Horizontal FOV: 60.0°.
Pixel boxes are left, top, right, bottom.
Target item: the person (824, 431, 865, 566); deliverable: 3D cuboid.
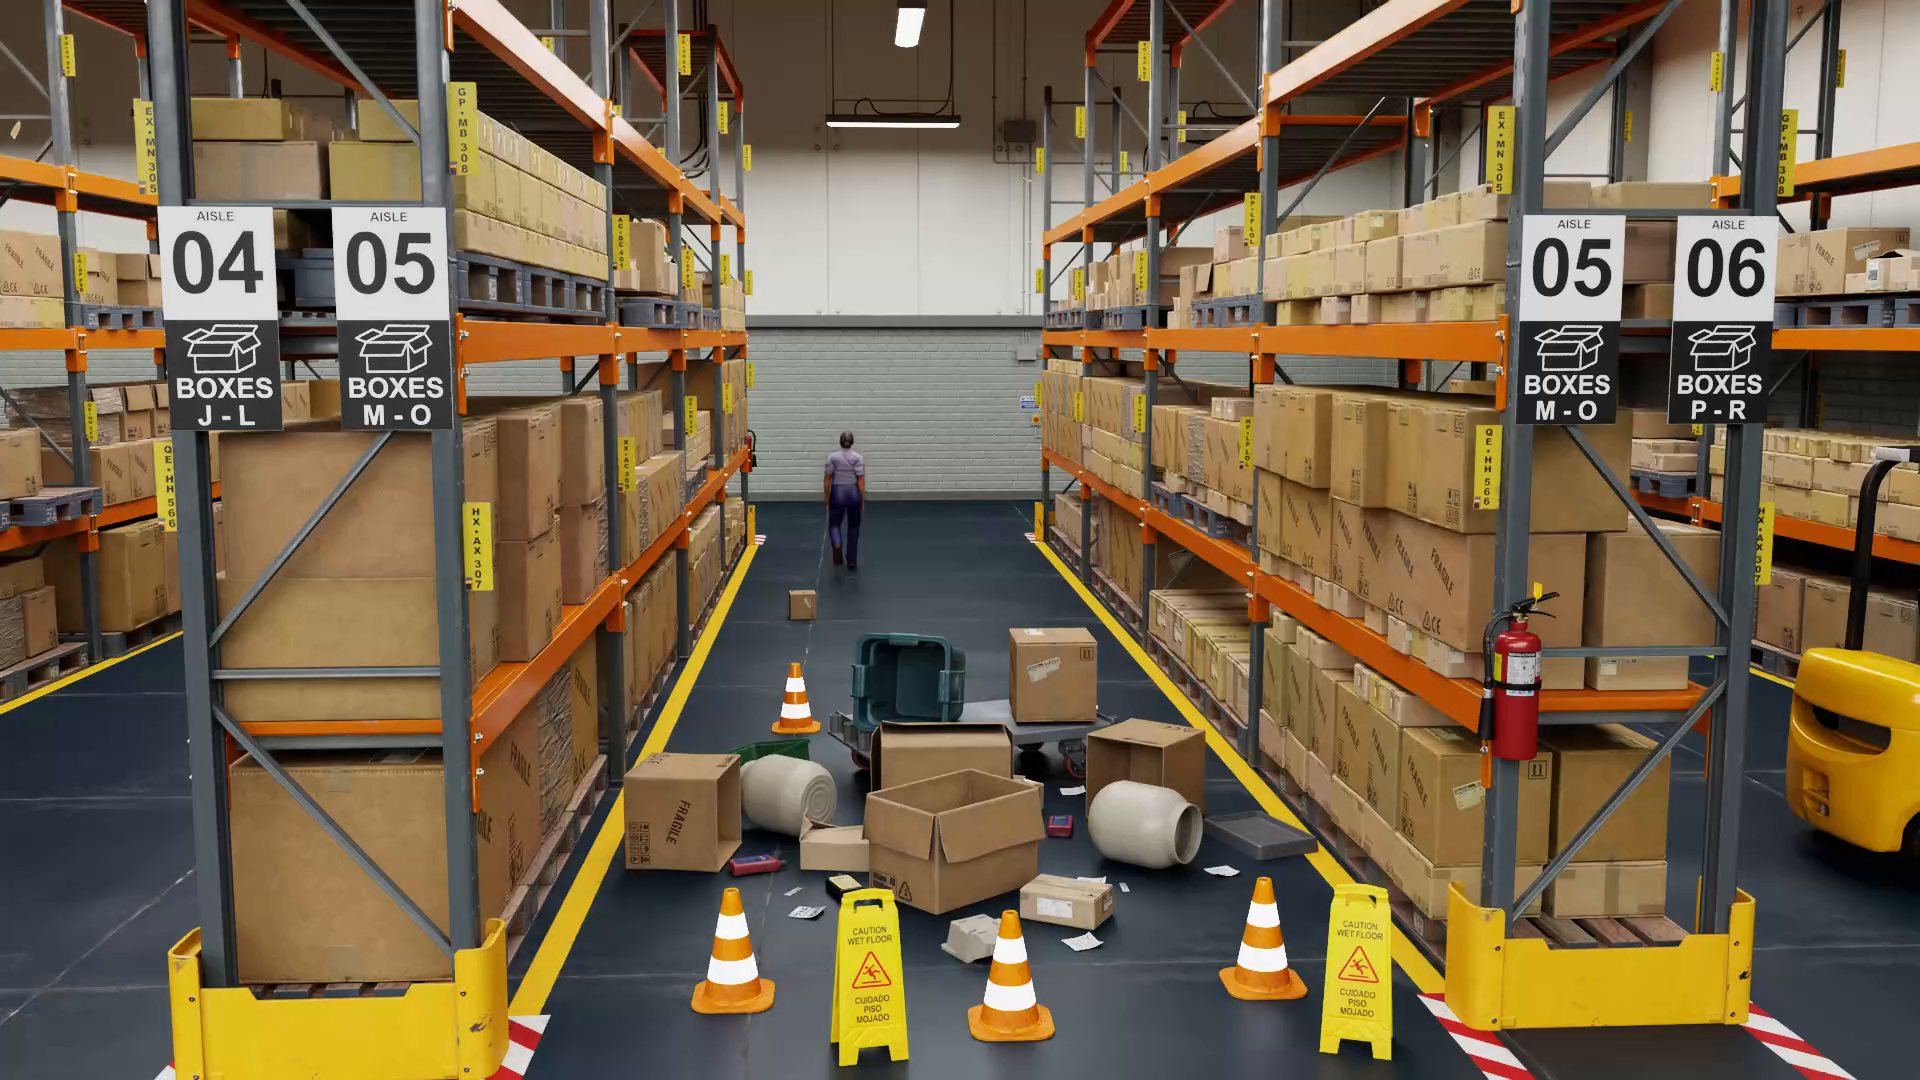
[{"bbox_3d":[-1.361,-0.478,19.613,0.482,1.623,0.703,-1,7,-4],"label":"person"}]
